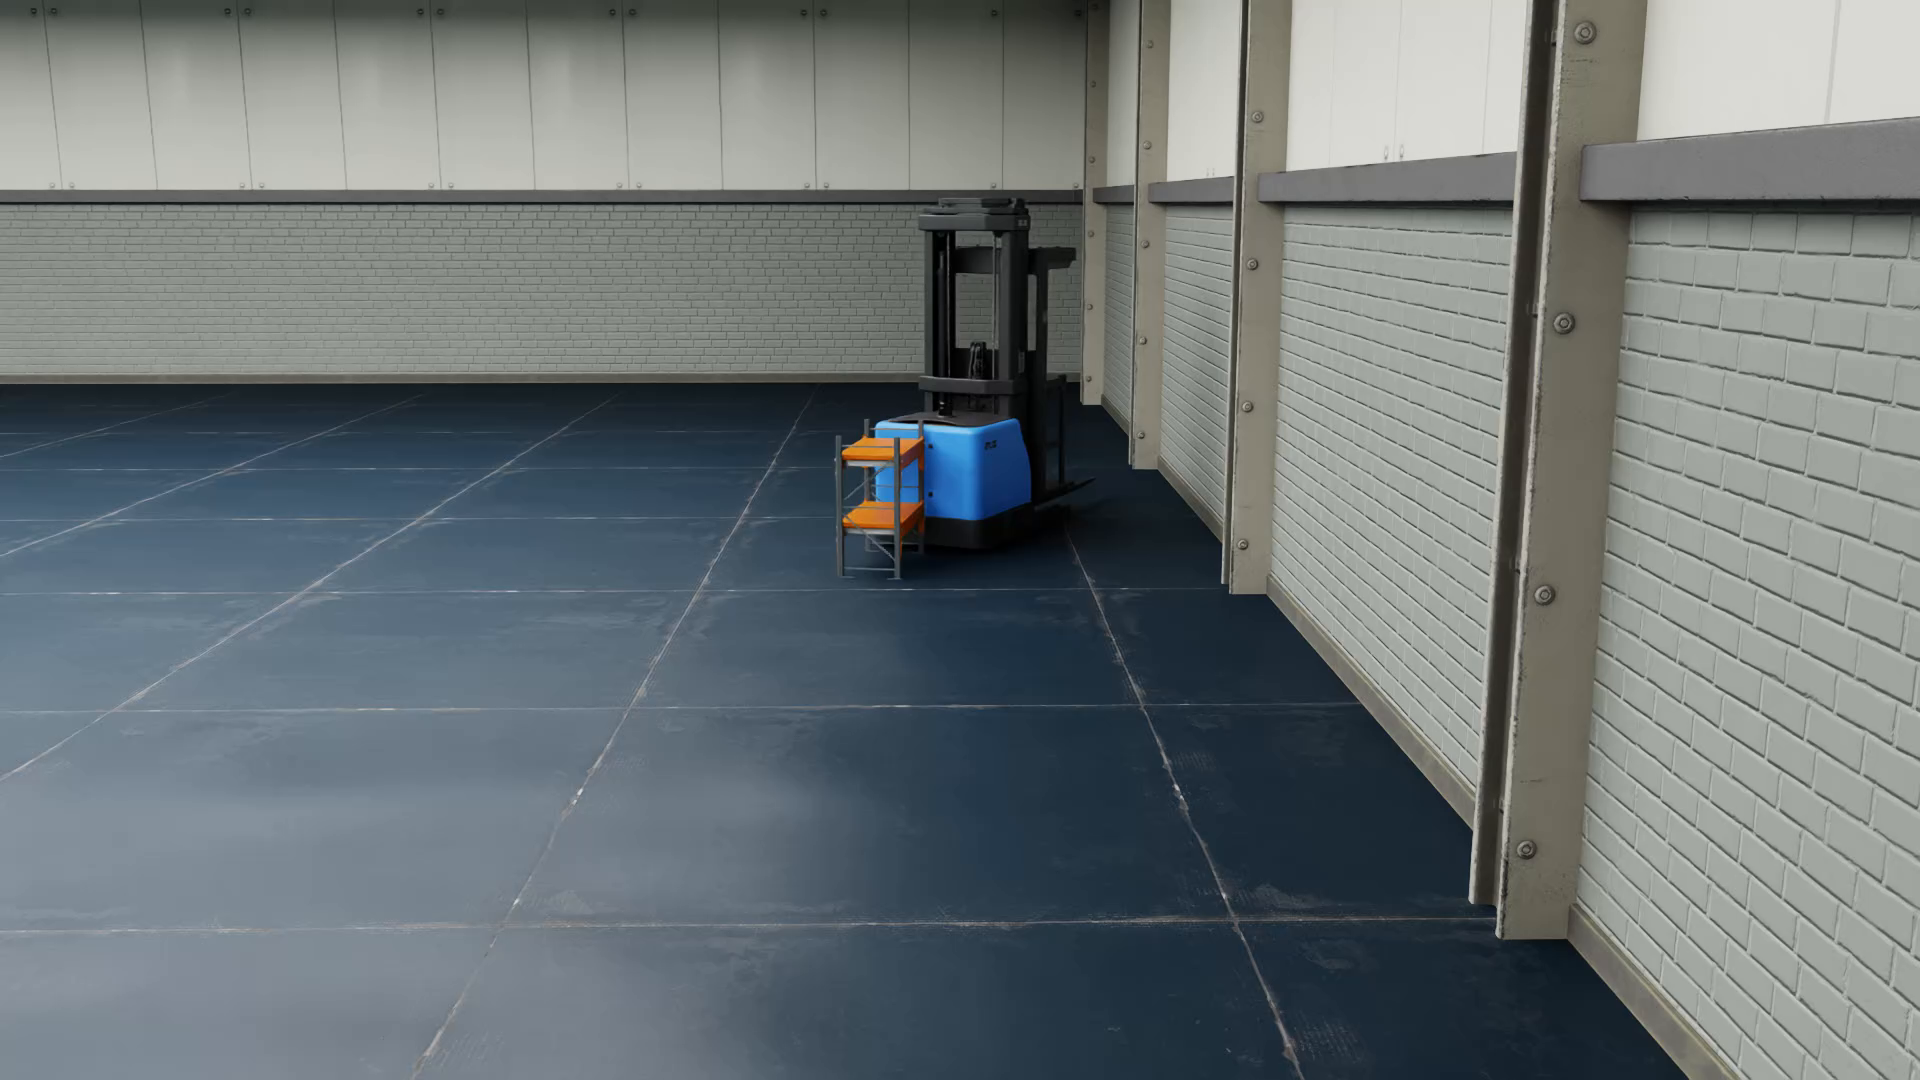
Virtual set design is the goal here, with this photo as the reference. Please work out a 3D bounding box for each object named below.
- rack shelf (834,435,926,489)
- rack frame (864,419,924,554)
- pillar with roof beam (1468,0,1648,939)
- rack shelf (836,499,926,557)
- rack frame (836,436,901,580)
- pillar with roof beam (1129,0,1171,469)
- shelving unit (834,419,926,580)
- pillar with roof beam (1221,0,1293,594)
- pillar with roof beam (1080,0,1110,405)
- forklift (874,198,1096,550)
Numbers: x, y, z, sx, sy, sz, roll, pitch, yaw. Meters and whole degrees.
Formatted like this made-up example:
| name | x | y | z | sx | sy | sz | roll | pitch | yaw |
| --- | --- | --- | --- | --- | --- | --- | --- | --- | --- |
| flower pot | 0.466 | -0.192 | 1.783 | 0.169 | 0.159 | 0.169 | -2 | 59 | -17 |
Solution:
| name | x | y | z | sx | sy | sz | roll | pitch | yaw |
| --- | --- | --- | --- | --- | --- | --- | --- | --- | --- |
| rack shelf | -0.631 | -0.633 | 13.380 | 0.538 | 0.278 | 1.000 | 2 | 12 | 9 |
| rack frame | -0.550 | -0.446 | 13.930 | 0.500 | 1.125 | 0.032 | 2 | 12 | 9 |
| pillar with roof beam | -1.990 | -2.831 | 5.883 | 9.100 | 9.000 | 0.400 | 0 | 11 | -1 |
| rack shelf | -0.631 | -0.107 | 13.486 | 0.538 | 0.278 | 1.000 | 2 | 12 | 9 |
| rack frame | -0.712 | -0.247 | 12.946 | 0.500 | 1.125 | 0.032 | 2 | 12 | 9 |
| pillar with roof beam | -2.238 | -5.217 | 17.641 | 9.100 | 9.000 | 0.400 | 0 | 11 | -1 |
| shelving unit | -0.631 | -0.346 | 13.438 | 0.538 | 1.125 | 1.048 | 2 | 12 | 9 |
| pillar with roof beam | -2.114 | -4.024 | 11.762 | 9.100 | 9.000 | 0.400 | 0 | 11 | -1 |
| pillar with roof beam | -2.362 | -6.410 | 23.520 | 9.100 | 9.000 | 0.400 | 0 | 11 | -1 |
| forklift | 0.374 | -1.601 | 15.077 | 1.130 | 2.935 | 3.031 | 6 | 13 | 26 |
